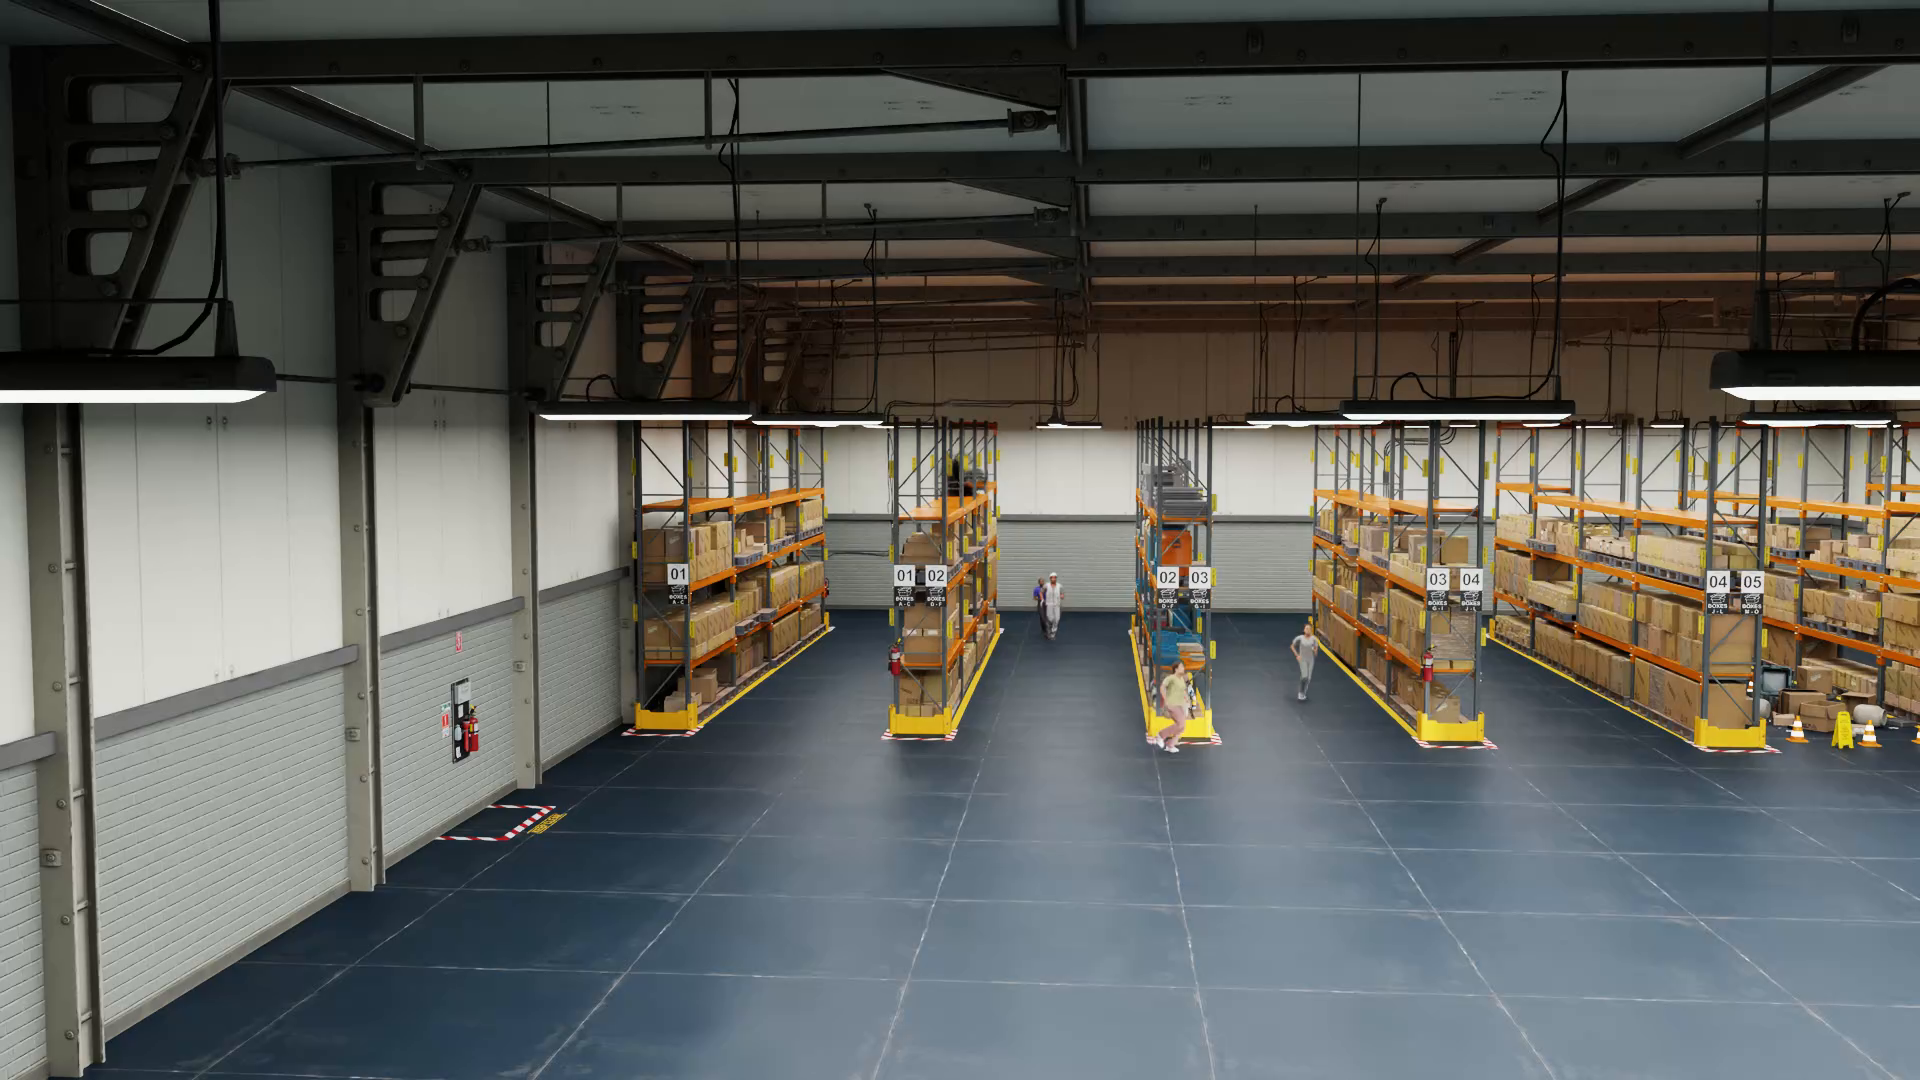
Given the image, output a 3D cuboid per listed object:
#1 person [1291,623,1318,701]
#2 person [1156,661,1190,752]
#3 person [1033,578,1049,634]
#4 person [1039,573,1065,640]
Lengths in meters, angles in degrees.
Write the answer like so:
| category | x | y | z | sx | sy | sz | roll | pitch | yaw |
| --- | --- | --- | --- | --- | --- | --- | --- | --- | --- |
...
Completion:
| category | x | y | z | sx | sy | sz | roll | pitch | yaw |
| --- | --- | --- | --- | --- | --- | --- | --- | --- | --- |
| person | 7.338 | 2.591 | 35.251 | 0.539 | 1.650 | 0.651 | -1 | 4 | -8 |
| person | 3.870 | 2.970 | 29.816 | 0.523 | 1.611 | 0.612 | 3 | 5 | 37 |
| person | 2.326 | 1.875 | 46.475 | 0.567 | 1.649 | 0.668 | 0 | 4 | -2 |
| person | 2.422 | 1.736 | 43.206 | 0.644 | 1.766 | 0.584 | 0 | 4 | -7 |
